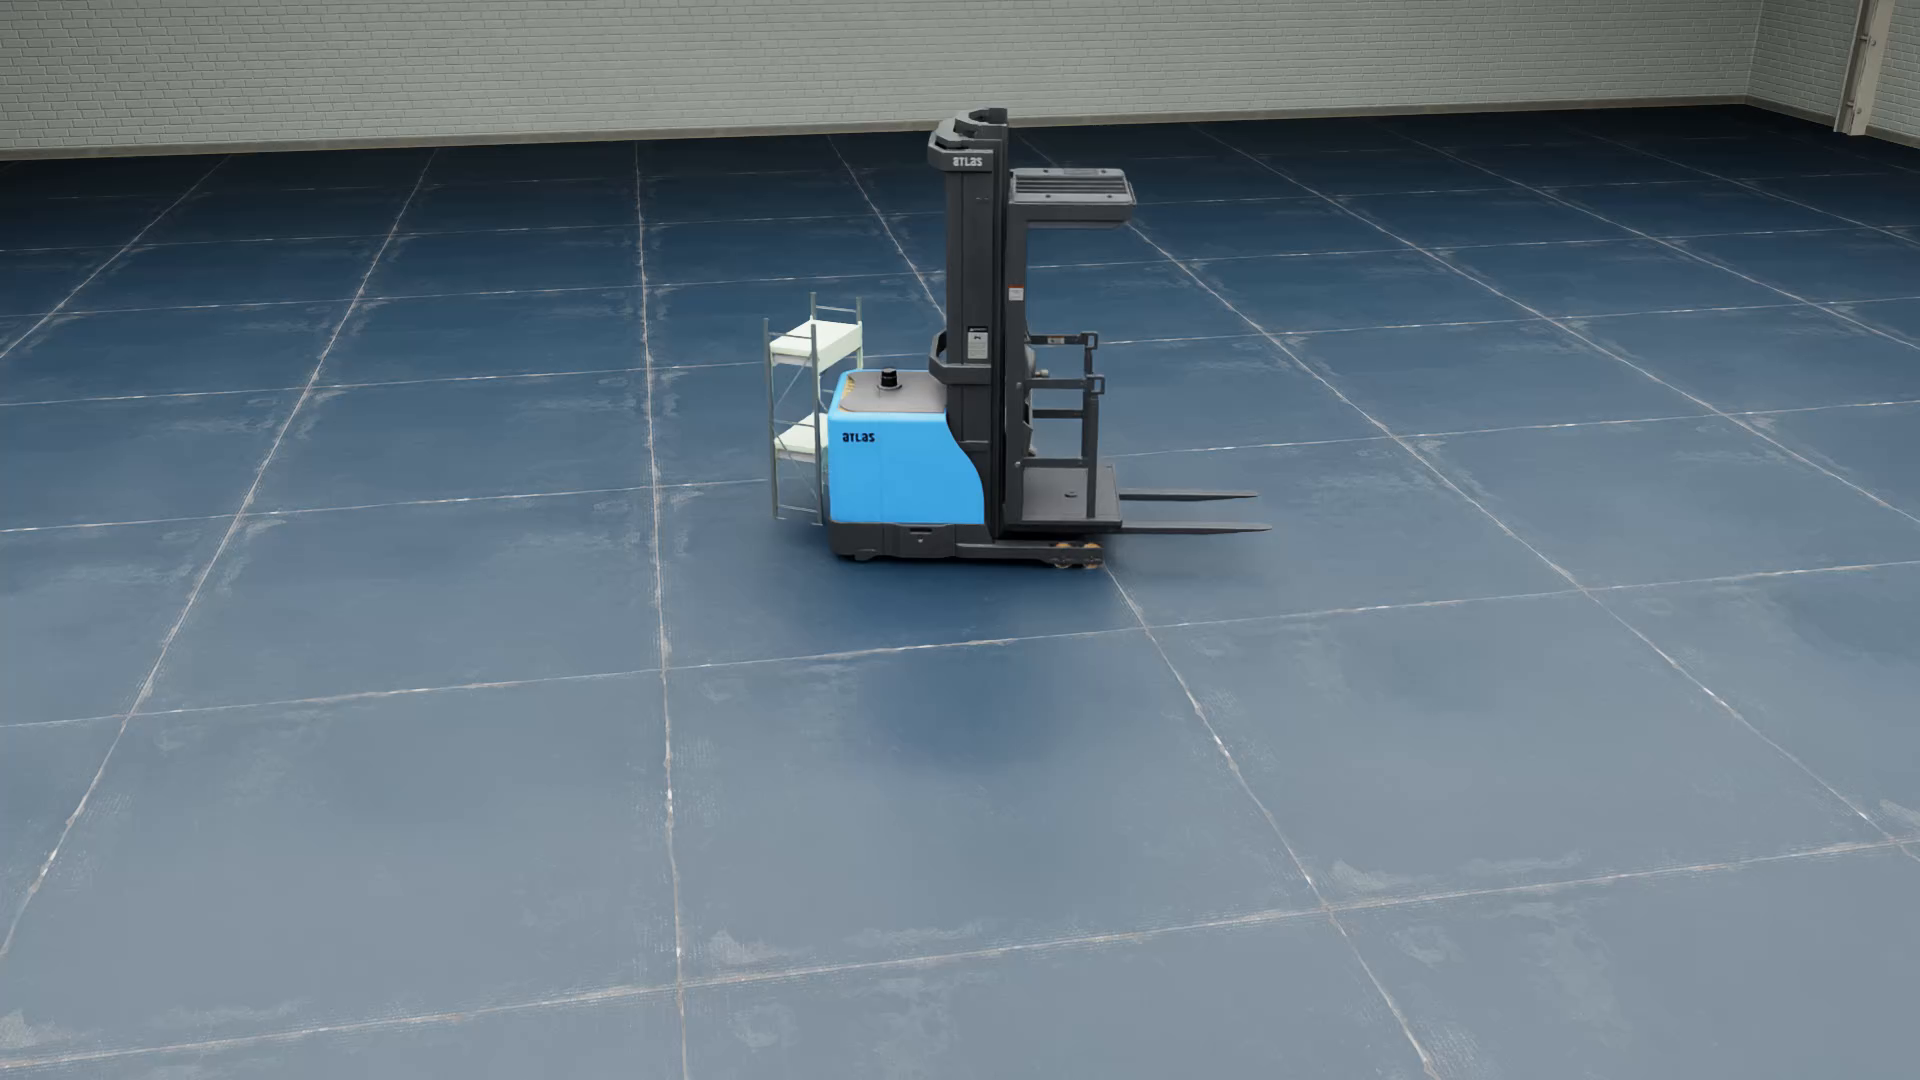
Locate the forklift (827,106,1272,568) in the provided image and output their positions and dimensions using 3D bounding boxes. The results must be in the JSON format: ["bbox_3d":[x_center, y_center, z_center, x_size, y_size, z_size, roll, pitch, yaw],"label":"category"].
[{"bbox_3d":[0.630,-1.367,11.219,3.031,2.935,1.130,1,24,2],"label":"forklift"}]

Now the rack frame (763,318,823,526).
[{"bbox_3d":[-1.175,-0.819,11.751,0.400,1.500,0.023,9,25,20],"label":"rack frame"}]

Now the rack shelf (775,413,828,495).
[{"bbox_3d":[-1.038,-0.656,12.193,0.431,0.370,0.720,9,25,20],"label":"rack shelf"}]

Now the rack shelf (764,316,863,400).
[{"bbox_3d":[-1.038,-1.313,11.906,0.431,0.370,0.720,9,25,20],"label":"rack shelf"}]

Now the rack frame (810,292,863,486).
[{"bbox_3d":[-0.902,-1.091,12.374,0.400,1.500,0.023,9,25,20],"label":"rack frame"}]

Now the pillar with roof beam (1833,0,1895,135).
[{"bbox_3d":[10.072,-10.350,24.204,9.100,9.000,0.400,-4,24,-10],"label":"pillar with roof beam"}]

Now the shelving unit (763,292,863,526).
[{"bbox_3d":[-1.038,-0.955,12.063,0.431,1.500,0.755,9,25,20],"label":"shelving unit"}]
